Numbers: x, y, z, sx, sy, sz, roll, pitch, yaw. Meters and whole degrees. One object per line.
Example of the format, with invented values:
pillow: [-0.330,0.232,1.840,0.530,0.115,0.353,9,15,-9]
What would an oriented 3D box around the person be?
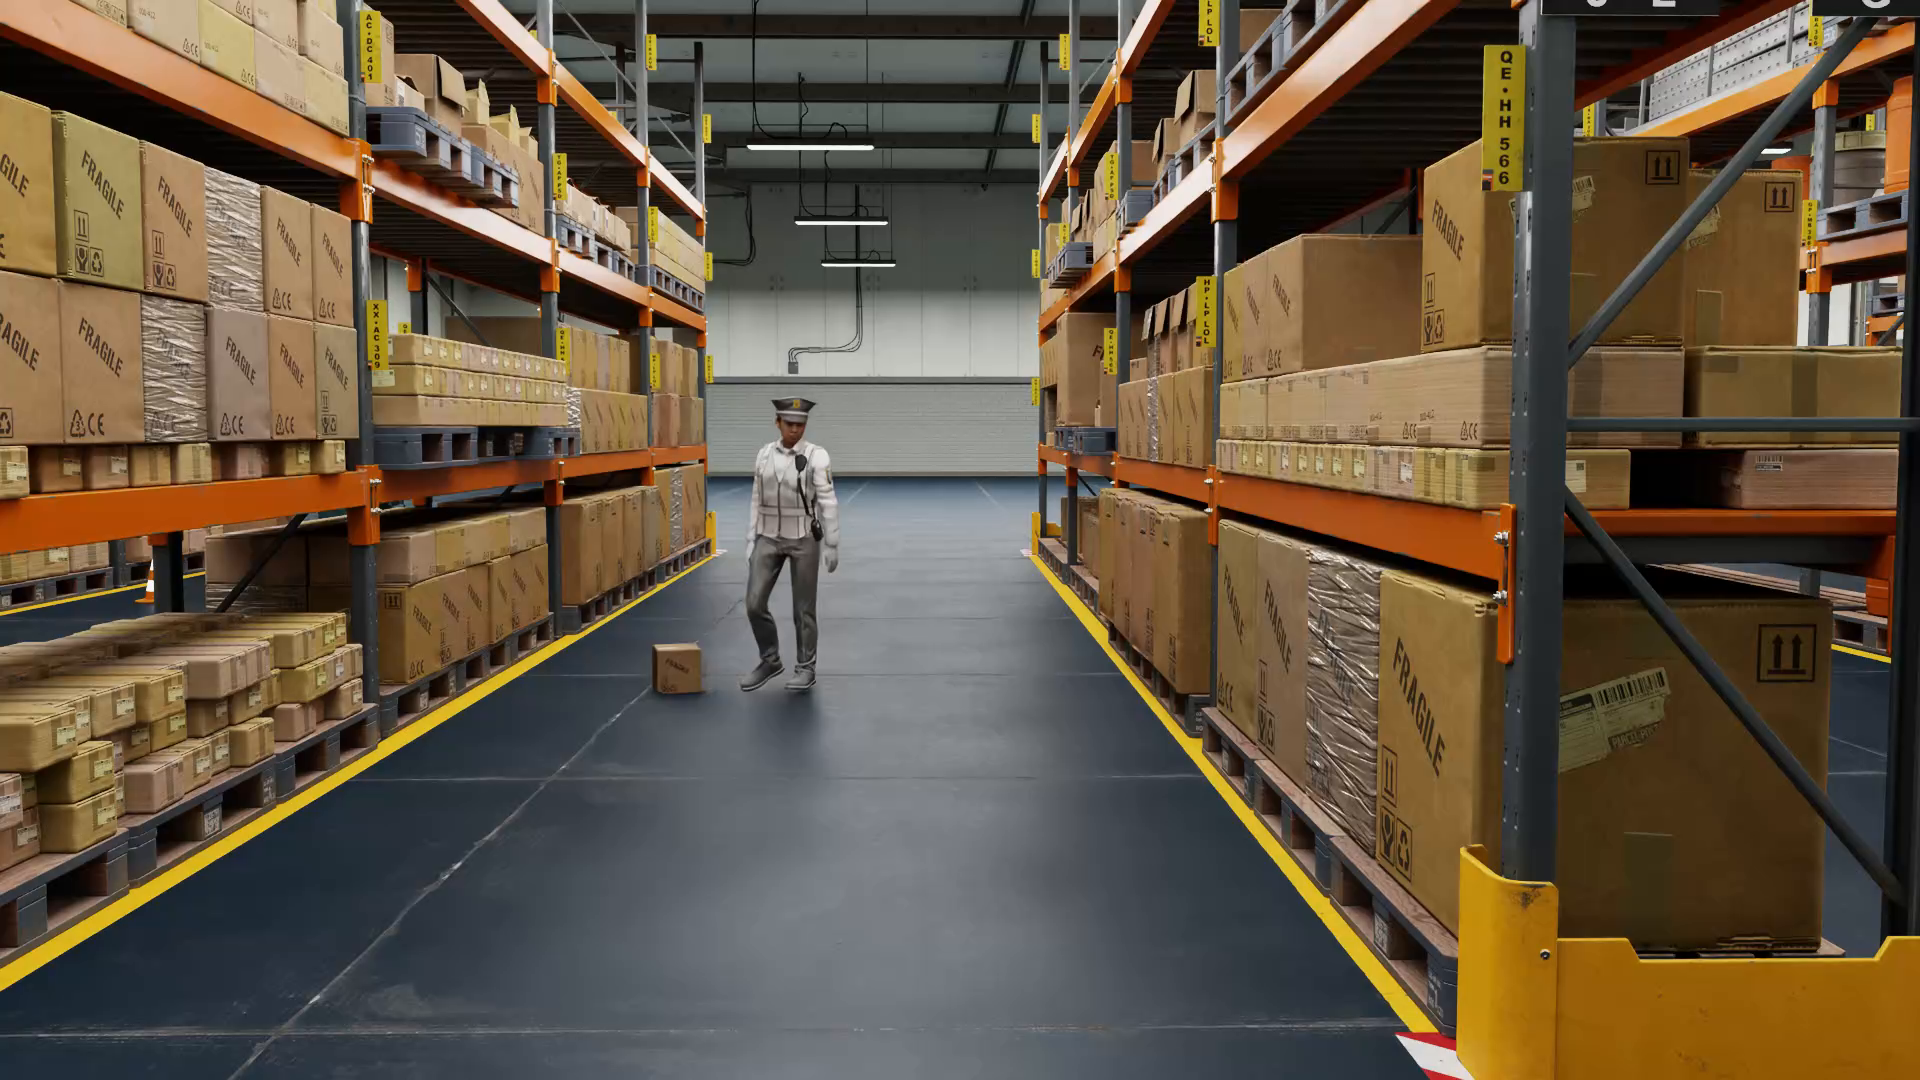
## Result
person: [-0.962,0.029,9.372,0.599,1.665,0.434,1,4,16]
